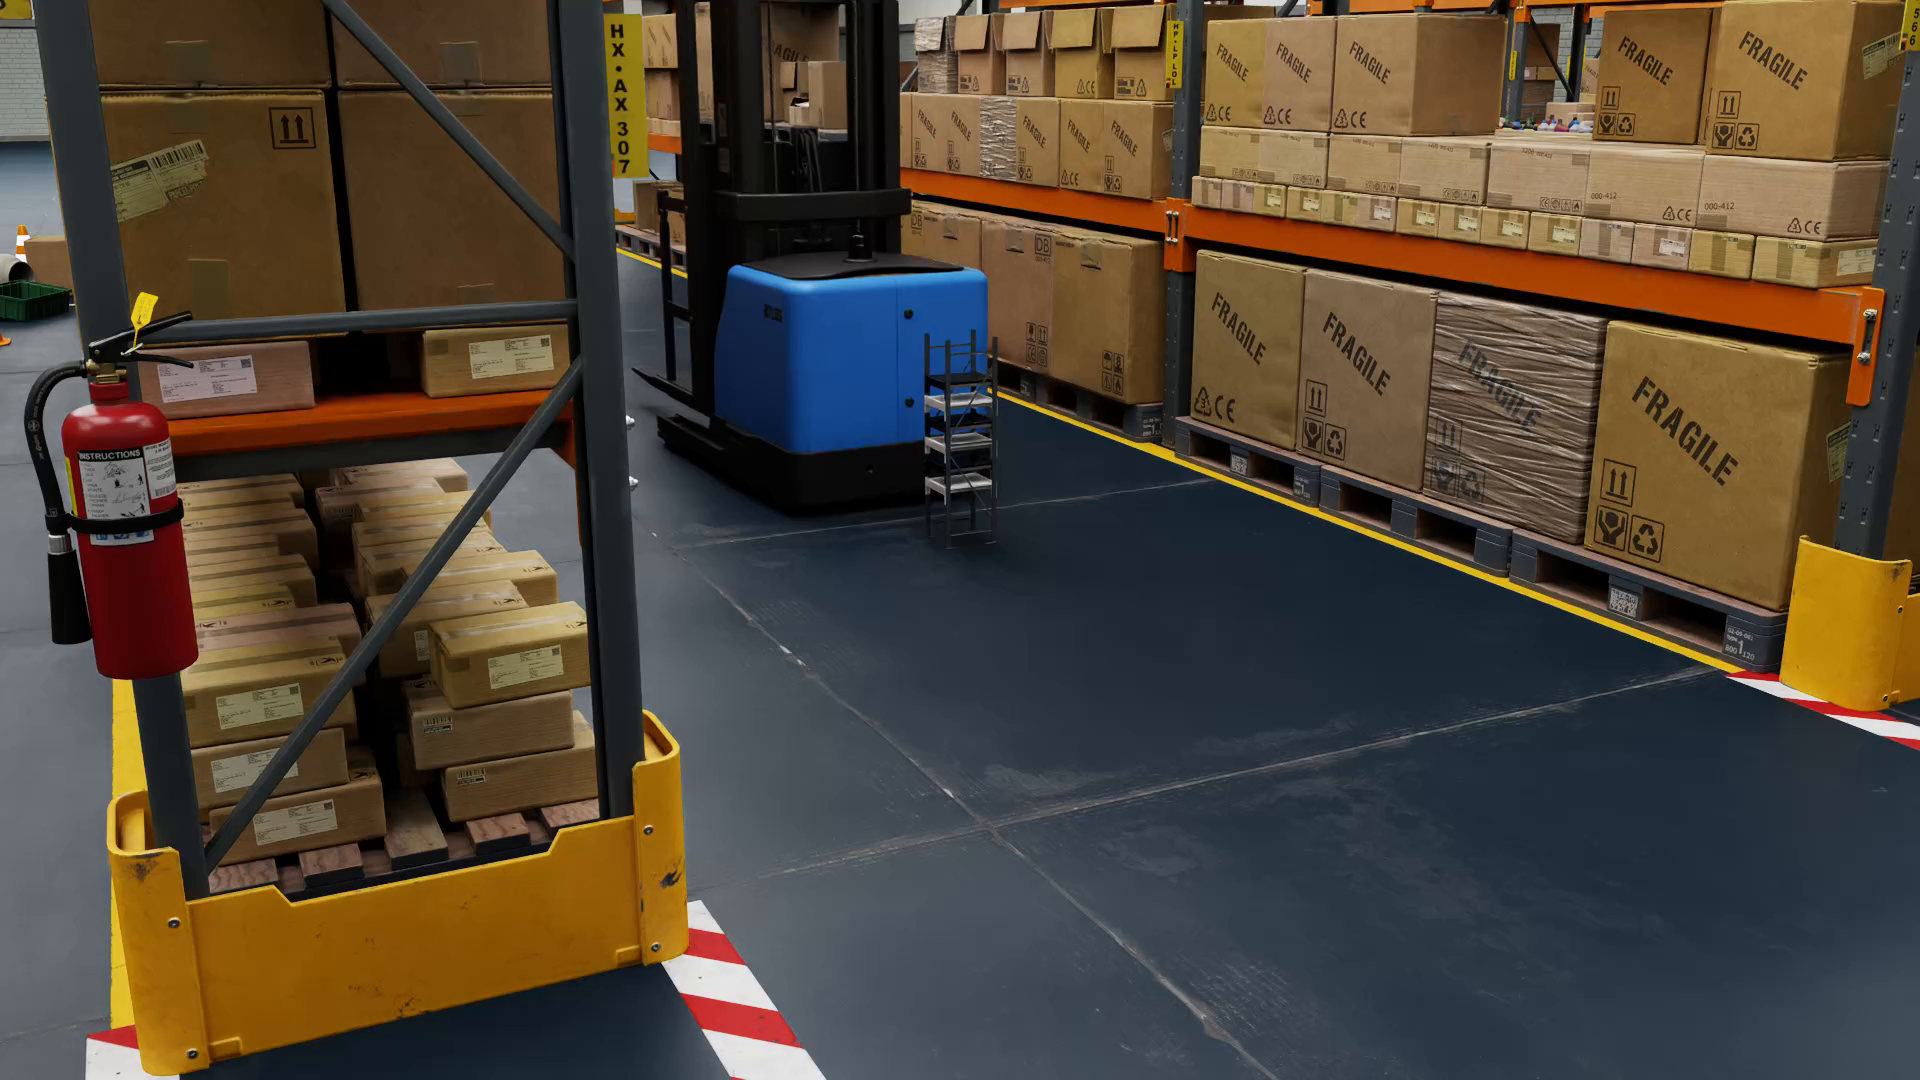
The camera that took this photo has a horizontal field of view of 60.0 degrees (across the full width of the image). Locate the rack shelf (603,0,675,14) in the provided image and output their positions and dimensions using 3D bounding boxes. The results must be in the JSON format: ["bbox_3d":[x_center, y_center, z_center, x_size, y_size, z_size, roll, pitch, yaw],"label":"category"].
[{"bbox_3d":[-2.813,-5.570,17.090,1.077,0.370,4.000,-8,18,-25],"label":"rack shelf"}]

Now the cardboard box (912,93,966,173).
[{"bbox_3d":[0.011,-2.754,11.227,0.500,0.500,0.500,-8,18,-26],"label":"cardboard box"}]

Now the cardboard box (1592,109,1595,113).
[{"bbox_3d":[7.520,-4.914,19.181,0.396,0.266,0.258,-8,18,-26],"label":"cardboard box"}]

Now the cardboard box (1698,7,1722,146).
[{"bbox_3d":[3.133,-1.710,6.145,0.500,0.500,0.500,-8,18,-26],"label":"cardboard box"}]

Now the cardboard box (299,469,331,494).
[{"bbox_3d":[-2.239,-0.288,6.145,0.380,0.149,0.250,-7,17,-23],"label":"cardboard box"}]

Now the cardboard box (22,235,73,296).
[{"bbox_3d":[-8.043,-2.465,14.929,0.500,0.500,0.500,-5,17,-15],"label":"cardboard box"}]

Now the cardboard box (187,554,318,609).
[{"bbox_3d":[-1.985,0.163,4.573,0.380,0.149,0.250,-8,18,-27],"label":"cardboard box"}]

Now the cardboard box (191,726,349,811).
[{"bbox_3d":[-1.671,0.500,3.937,0.380,0.149,0.250,-8,18,-26],"label":"cardboard box"}]

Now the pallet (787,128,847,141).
[{"bbox_3d":[-0.593,-3.058,12.818,1.213,0.211,1.003,-8,18,-25],"label":"pallet"}]

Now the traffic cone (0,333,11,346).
[{"bbox_3d":[-7.210,-1.670,12.231,0.336,0.463,0.334,-8,18,-25],"label":"traffic cone"}]

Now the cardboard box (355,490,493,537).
[{"bbox_3d":[-1.702,-0.041,5.285,0.380,0.149,0.250,-7,18,-24],"label":"cardboard box"}]

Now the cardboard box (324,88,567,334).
[{"bbox_3d":[-1.131,-0.764,3.756,0.500,0.500,0.500,-7,17,-22],"label":"cardboard box"}]

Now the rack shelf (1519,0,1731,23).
[{"bbox_3d":[7.846,-5.775,17.802,1.077,0.370,4.000,-8,18,-25],"label":"rack shelf"}]

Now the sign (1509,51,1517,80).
[{"bbox_3d":[6.471,-5.561,19.480,0.100,0.325,0.005,-8,18,-25],"label":"sign"}]

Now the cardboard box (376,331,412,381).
[{"bbox_3d":[-1.179,-0.486,3.962,0.380,0.149,0.250,-7,17,-23],"label":"cardboard box"}]

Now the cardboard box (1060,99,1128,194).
[{"bbox_3d":[0.906,-2.249,9.470,0.500,0.500,0.500,-7,17,-23],"label":"cardboard box"}]

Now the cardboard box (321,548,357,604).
[{"bbox_3d":[-1.810,0.118,5.270,0.380,0.149,0.250,-7,17,-22],"label":"cardboard box"}]

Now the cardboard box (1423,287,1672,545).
[{"bbox_3d":[2.569,-0.558,6.849,0.875,0.875,0.875,-8,18,-25],"label":"cardboard box"}]

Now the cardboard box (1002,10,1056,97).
[{"bbox_3d":[0.704,-3.006,10.289,0.797,0.503,0.637,-7,17,-23],"label":"cardboard box"}]

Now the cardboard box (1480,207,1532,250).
[{"bbox_3d":[2.305,-1.248,6.617,0.380,0.149,0.250,-8,18,-25],"label":"cardboard box"}]

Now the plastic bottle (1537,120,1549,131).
[{"bbox_3d":[4.555,-3.140,12.988,0.097,0.271,0.097,0,16,0],"label":"plastic bottle"}]

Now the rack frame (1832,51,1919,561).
[{"bbox_3d":[3.320,-1.003,5.308,1.000,3.000,0.127,-8,18,-25],"label":"rack frame"}]

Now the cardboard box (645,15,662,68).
[{"bbox_3d":[-2.820,-4.976,16.621,0.500,0.500,0.500,-8,18,-25],"label":"cardboard box"}]

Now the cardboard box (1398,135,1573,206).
[{"bbox_3d":[2.192,-1.543,6.921,0.500,0.250,0.500,-8,18,-25],"label":"cardboard box"}]

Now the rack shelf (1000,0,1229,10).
[{"bbox_3d":[1.639,-6.169,19.176,1.077,0.370,4.000,-8,18,-25],"label":"rack shelf"}]

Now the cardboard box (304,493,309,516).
[{"bbox_3d":[-2.419,-0.121,6.643,0.380,0.149,0.250,-7,17,-23],"label":"cardboard box"}]

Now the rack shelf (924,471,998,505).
[{"bbox_3d":[0.004,-0.225,7.178,0.258,0.077,0.200,-8,18,-25],"label":"rack shelf"}]

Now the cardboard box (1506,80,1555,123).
[{"bbox_3d":[6.769,-5.332,20.212,0.700,0.500,0.500,-8,18,-26],"label":"cardboard box"}]

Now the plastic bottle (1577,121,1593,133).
[{"bbox_3d":[4.774,-3.035,12.615,0.152,0.276,0.135,-8,18,-25],"label":"plastic bottle"}]

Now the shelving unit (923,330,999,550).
[{"bbox_3d":[0.004,-0.431,7.120,0.258,0.900,0.210,-8,18,-25],"label":"shelving unit"}]

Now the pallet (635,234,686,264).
[{"bbox_3d":[-2.802,-3.103,17.682,1.003,0.211,1.213,-8,18,-25],"label":"pallet"}]

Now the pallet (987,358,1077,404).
[{"bbox_3d":[0.623,-1.140,10.839,1.003,0.211,1.213,-8,18,-25],"label":"pallet"}]

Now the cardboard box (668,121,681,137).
[{"bbox_3d":[-2.662,-4.056,16.404,0.380,0.149,0.250,-8,18,-25],"label":"cardboard box"}]

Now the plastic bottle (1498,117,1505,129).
[{"bbox_3d":[4.369,-3.265,13.413,0.152,0.276,0.135,-8,18,-25],"label":"plastic bottle"}]

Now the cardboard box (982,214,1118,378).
[{"bbox_3d":[0.877,-1.553,10.316,1.225,0.875,0.875,-8,18,-27],"label":"cardboard box"}]

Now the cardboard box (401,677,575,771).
[{"bbox_3d":[-1.182,0.436,4.162,0.380,0.149,0.250,-7,17,-23],"label":"cardboard box"}]

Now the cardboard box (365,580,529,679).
[{"bbox_3d":[-1.336,0.229,4.343,0.380,0.149,0.250,-7,18,-24],"label":"cardboard box"}]

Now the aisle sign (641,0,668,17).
[{"bbox_3d":[-3.447,-6.272,18.954,0.394,0.787,0.004,-8,18,-25],"label":"aisle sign"}]

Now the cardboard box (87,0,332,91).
[{"bbox_3d":[-1.607,-1.184,3.405,0.500,0.500,0.500,-8,18,-26],"label":"cardboard box"}]

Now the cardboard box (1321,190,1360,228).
[{"bbox_3d":[1.858,-1.502,7.501,0.380,0.149,0.250,-8,18,-26],"label":"cardboard box"}]

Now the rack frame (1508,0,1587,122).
[{"bbox_3d":[6.969,-5.175,19.845,1.000,3.000,0.127,-8,18,-25],"label":"rack frame"}]

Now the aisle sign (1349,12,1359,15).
[{"bbox_3d":[5.452,-7.468,23.123,0.394,0.787,0.004,-8,18,-25],"label":"aisle sign"}]

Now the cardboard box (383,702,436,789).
[{"bbox_3d":[-1.313,0.516,4.421,0.380,0.149,0.250,-8,18,-25],"label":"cardboard box"}]

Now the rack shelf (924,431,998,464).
[{"bbox_3d":[0.004,-0.398,7.129,0.258,0.077,0.200,-8,18,-25],"label":"rack shelf"}]

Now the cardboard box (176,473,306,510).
[{"bbox_3d":[-2.382,-0.103,5.500,0.380,0.149,0.250,-8,18,-27],"label":"cardboard box"}]

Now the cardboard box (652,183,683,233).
[{"bbox_3d":[-3.138,-3.670,18.371,0.500,0.500,0.500,-3,16,-10],"label":"cardboard box"}]

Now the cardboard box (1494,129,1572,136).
[{"bbox_3d":[2.449,-1.733,7.586,0.500,0.250,0.500,-7,18,-24],"label":"cardboard box"}]

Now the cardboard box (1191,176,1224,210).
[{"bbox_3d":[1.398,-1.761,8.403,0.380,0.149,0.250,-8,18,-25],"label":"cardboard box"}]

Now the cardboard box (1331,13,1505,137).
[{"bbox_3d":[1.988,-2.025,7.242,0.500,0.500,0.500,-8,18,-27],"label":"cardboard box"}]

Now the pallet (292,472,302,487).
[{"bbox_3d":[-3.278,-0.273,7.820,1.003,0.211,1.213,-8,18,-25],"label":"pallet"}]

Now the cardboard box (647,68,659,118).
[{"bbox_3d":[-2.758,-4.658,17.323,0.875,0.500,0.500,-8,18,-25],"label":"cardboard box"}]

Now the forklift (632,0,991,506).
[{"bbox_3d":[-0.990,-1.924,8.640,1.130,2.935,3.031,-8,18,-27],"label":"forklift"}]

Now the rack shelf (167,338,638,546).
[{"bbox_3d":[-2.059,-0.579,5.134,1.077,0.370,4.000,-8,18,-25],"label":"rack shelf"}]

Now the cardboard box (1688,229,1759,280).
[{"bbox_3d":[2.752,-0.995,5.736,0.380,0.149,0.250,-7,18,-24],"label":"cardboard box"}]

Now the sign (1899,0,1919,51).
[{"bbox_3d":[2.826,-1.611,4.899,0.100,0.325,0.005,-8,18,-25],"label":"sign"}]

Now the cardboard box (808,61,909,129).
[{"bbox_3d":[-0.792,-3.492,13.039,0.700,0.500,0.500,-5,17,-17],"label":"cardboard box"}]

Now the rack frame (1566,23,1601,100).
[{"bbox_3d":[9.668,-6.766,25.390,1.000,3.000,0.127,-8,18,-25],"label":"rack frame"}]
